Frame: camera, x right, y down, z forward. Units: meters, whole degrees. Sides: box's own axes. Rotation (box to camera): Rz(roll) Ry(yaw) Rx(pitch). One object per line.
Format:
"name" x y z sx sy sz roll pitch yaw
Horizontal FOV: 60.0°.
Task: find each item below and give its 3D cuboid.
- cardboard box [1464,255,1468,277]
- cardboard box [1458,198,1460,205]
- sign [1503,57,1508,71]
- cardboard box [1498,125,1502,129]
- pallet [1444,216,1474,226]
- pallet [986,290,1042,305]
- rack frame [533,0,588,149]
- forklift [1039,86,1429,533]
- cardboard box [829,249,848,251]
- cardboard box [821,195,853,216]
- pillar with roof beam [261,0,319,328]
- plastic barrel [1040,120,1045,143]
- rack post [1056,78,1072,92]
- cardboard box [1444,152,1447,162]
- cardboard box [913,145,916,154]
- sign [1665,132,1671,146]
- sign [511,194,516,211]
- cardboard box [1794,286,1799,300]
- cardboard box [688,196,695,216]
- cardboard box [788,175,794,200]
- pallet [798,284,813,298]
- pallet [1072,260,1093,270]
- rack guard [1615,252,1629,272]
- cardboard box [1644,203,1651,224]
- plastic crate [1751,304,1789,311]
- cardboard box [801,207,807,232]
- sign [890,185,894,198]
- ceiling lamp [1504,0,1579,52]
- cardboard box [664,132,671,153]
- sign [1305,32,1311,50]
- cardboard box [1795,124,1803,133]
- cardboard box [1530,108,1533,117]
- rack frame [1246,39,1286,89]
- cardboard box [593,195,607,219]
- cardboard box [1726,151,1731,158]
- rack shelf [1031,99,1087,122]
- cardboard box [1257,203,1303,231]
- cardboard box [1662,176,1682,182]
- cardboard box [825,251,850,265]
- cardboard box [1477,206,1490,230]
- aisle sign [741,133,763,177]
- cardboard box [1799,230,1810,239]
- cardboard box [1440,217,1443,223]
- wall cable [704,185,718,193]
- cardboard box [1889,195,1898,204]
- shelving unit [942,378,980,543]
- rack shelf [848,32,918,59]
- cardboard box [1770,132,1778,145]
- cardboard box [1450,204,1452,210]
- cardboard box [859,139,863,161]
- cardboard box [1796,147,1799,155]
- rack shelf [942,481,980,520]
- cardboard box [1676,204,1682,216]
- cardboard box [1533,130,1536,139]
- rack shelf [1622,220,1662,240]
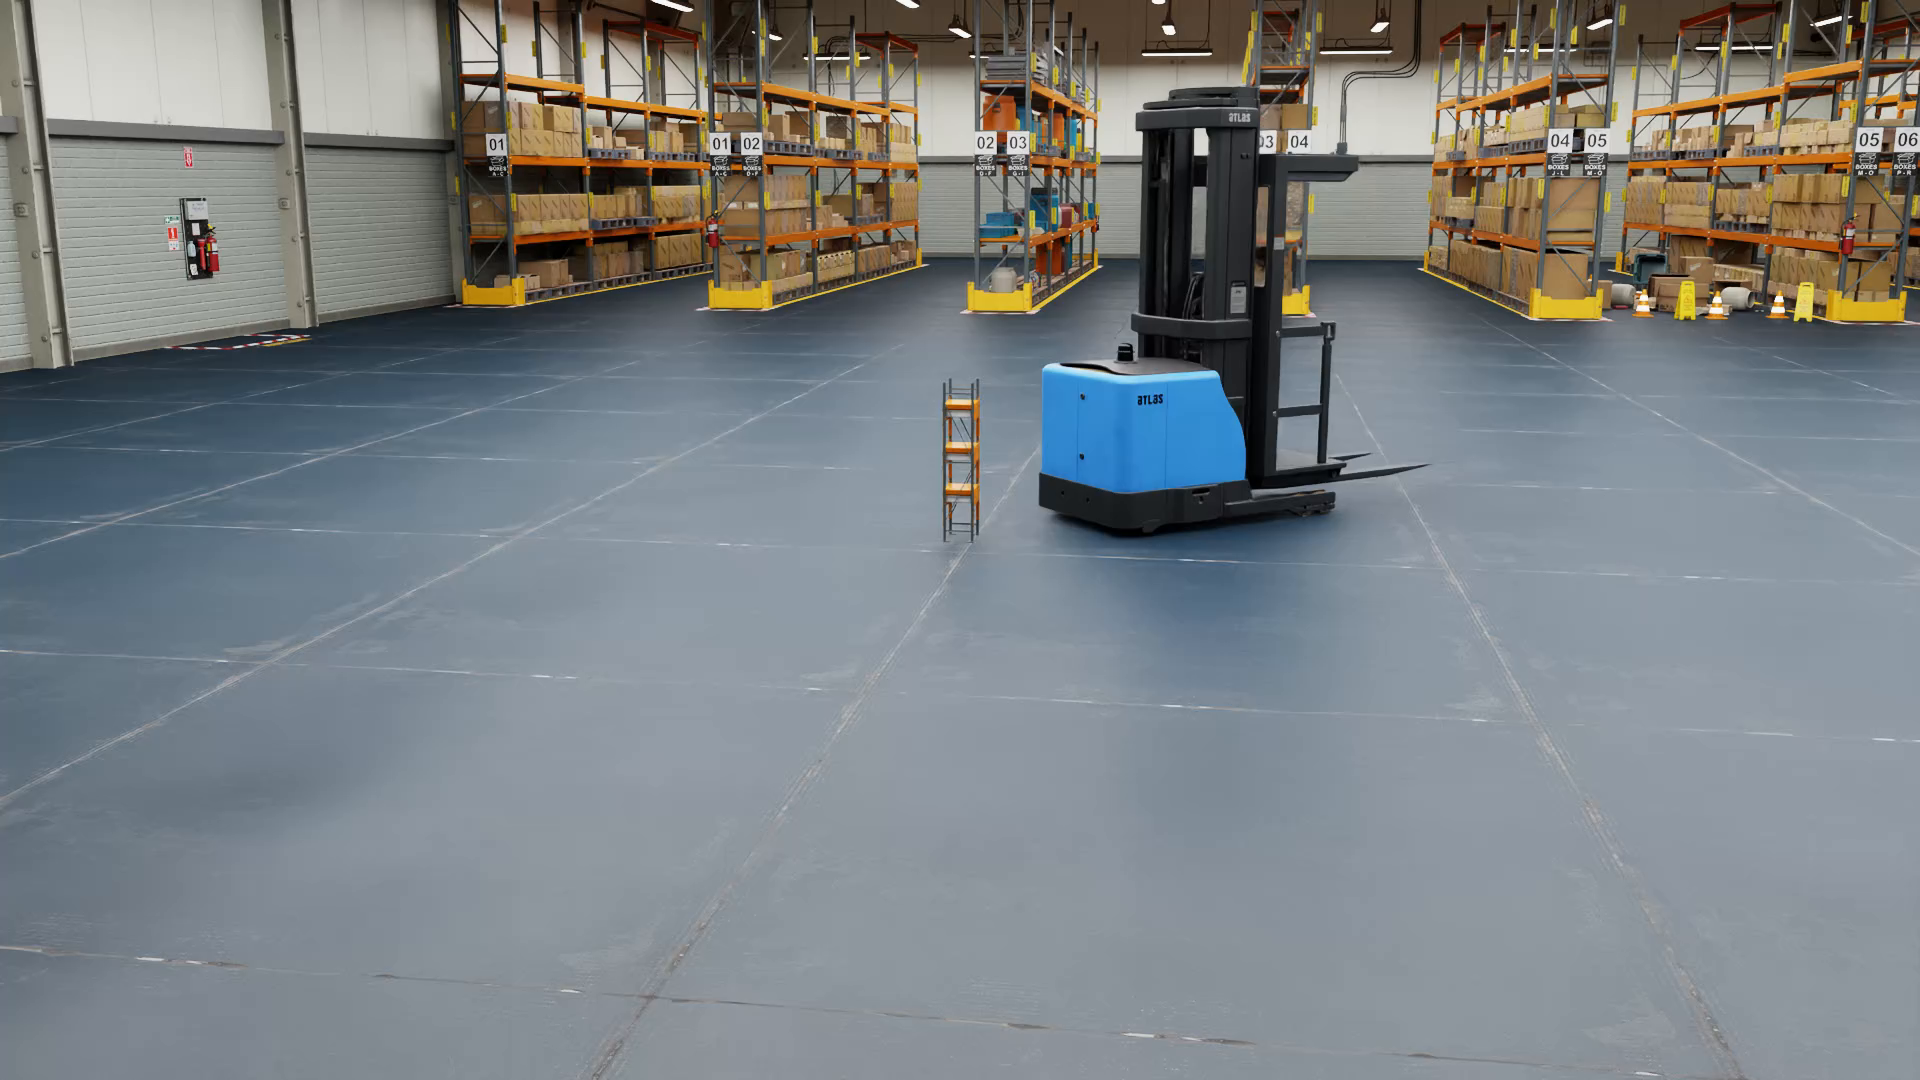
"cardboard box" 11.619 -6.143 37.314 0.500 0.500 0.500 2 12 8
"cardboard box" 11.560 -7.717 37.868 0.380 0.149 0.250 2 12 9
"sign" 12.941 -11.297 39.459 0.100 0.325 0.005 2 12 9
"cardboard box" 12.190 -9.141 37.113 0.396 0.266 0.258 2 12 9
"pallet" 12.130 -7.599 39.588 1.003 0.211 1.213 2 12 9
"pallet" 1.052 -4.767 32.614 1.003 0.211 1.213 2 12 9
"rack frame" -8.408 -9.777 35.002 1.000 3.000 0.127 2 12 9
"forklift" 2.087 -1.685 11.854 3.031 2.935 1.130 -7 14 -30
"cardboard box" -2.985 -6.713 39.912 0.500 0.500 0.500 2 12 11
"cardboard box" -2.912 -7.907 39.327 0.700 0.500 0.500 -2 12 -10
"pillar with roof beam" -6.439 -7.730 25.502 9.100 9.000 0.400 2 12 9
"plastic barrel" 1.555 -8.733 36.255 0.600 0.830 0.708 2 12 9
"rack post" 2.068 -10.404 38.090 0.954 0.300 0.937 2 12 9
"cardboard box" 12.366 -9.560 41.470 0.500 0.250 0.500 2 12 8
"cardboard box" -1.494 -10.705 45.596 0.500 0.250 0.500 2 12 9
"sign" 16.749 -9.483 39.340 0.100 0.325 0.005 2 12 9
"sign" -8.487 -6.418 31.598 0.100 0.325 0.005 2 12 9
"cardboard box" 15.473 -4.464 30.118 0.500 0.250 0.500 1 12 7
"cardboard box" -7.068 -8.503 42.339 0.500 0.500 0.500 2 12 9
"cardboard box" -3.728 -7.066 33.344 0.700 0.500 0.500 2 12 9
"pallet" -3.676 -5.158 34.425 1.003 0.211 1.213 2 12 9
"pallet" 3.062 -7.488 45.239 1.003 0.211 1.213 2 12 9
"rack guard" 17.917 -7.323 43.788 1.175 0.500 0.348 2 12 9
"cardboard box" 17.253 -8.074 41.099 0.500 0.500 0.500 2 12 8
"plastic crate" 15.016 -4.315 30.824 0.402 0.080 0.583 -2 12 -11
"cardboard box" -3.574 -6.641 34.453 0.700 0.500 0.500 2 12 7
"sign" -1.733 -8.899 42.418 0.100 0.325 0.005 2 12 9
"ceiling lamp" 15.930 -14.964 45.211 2.000 3.185 0.800 2 12 9
"cardboard box" -7.583 -9.841 41.133 0.700 0.500 0.500 2 12 9
"sign" 6.809 -9.770 32.562 0.100 0.325 0.005 2 12 9
"cardboard box" 15.569 -7.557 30.522 0.380 0.149 0.250 2 12 8
"cardboard box" 10.458 -7.682 29.869 0.380 0.149 0.250 2 12 8
"rack frame" 8.121 -11.794 44.359 1.000 3.000 0.127 2 12 9
"cardboard box" -8.203 -7.330 36.602 0.700 0.500 0.500 3 13 14
"cardboard box" 16.466 -8.158 35.205 0.380 0.149 0.250 2 12 9
"rack shelf" 2.304 -10.158 39.426 1.077 0.370 4.000 2 12 9
"cardboard box" 5.772 -5.838 30.021 0.875 0.500 0.500 2 12 9
"cardboard box" 17.031 -8.637 39.798 0.380 0.149 0.250 2 12 7
"cardboard box" -2.808 -6.428 37.897 0.500 0.311 0.500 2 12 8
"cardboard box" 11.365 -6.872 35.525 0.500 0.500 0.500 2 12 8
"aisle sign" -3.835 -7.100 30.646 0.394 0.787 0.004 2 12 9
"cardboard box" 15.485 -5.545 30.199 0.380 0.149 0.250 2 12 8
"cardboard box" 12.373 -8.119 42.142 0.380 0.149 0.250 2 12 10
"wall cable" -7.300 -10.137 48.497 0.084 1.984 1.851 2 12 9
"cardboard box" 21.908 -7.708 38.406 0.700 0.500 0.500 2 12 10
"shelving unit" 0.008 -0.524 10.934 0.215 1.050 0.252 2 12 9
"rack shelf" -1.974 -12.972 43.646 1.077 0.370 4.000 2 12 9
"cardboard box" 16.014 -7.767 32.151 0.500 0.250 0.500 2 12 8
"cardboard box" 11.760 -7.846 39.172 0.380 0.149 0.250 1 12 6
"cardboard box" -2.785 -9.231 39.349 0.910 0.500 0.500 2 12 9
"cardboard box" 15.753 -7.221 30.856 0.380 0.149 0.250 2 12 9
"rack shelf" 0.008 -0.242 10.995 0.215 0.259 0.240 2 12 9
"cardboard box" 16.795 -7.582 38.227 0.500 0.250 0.500 2 12 9
"cardboard box" 10.380 -7.185 29.456 0.380 0.149 0.250 2 12 9
"rack shelf" 17.606 -7.772 41.645 1.077 0.370 4.000 2 12 9
